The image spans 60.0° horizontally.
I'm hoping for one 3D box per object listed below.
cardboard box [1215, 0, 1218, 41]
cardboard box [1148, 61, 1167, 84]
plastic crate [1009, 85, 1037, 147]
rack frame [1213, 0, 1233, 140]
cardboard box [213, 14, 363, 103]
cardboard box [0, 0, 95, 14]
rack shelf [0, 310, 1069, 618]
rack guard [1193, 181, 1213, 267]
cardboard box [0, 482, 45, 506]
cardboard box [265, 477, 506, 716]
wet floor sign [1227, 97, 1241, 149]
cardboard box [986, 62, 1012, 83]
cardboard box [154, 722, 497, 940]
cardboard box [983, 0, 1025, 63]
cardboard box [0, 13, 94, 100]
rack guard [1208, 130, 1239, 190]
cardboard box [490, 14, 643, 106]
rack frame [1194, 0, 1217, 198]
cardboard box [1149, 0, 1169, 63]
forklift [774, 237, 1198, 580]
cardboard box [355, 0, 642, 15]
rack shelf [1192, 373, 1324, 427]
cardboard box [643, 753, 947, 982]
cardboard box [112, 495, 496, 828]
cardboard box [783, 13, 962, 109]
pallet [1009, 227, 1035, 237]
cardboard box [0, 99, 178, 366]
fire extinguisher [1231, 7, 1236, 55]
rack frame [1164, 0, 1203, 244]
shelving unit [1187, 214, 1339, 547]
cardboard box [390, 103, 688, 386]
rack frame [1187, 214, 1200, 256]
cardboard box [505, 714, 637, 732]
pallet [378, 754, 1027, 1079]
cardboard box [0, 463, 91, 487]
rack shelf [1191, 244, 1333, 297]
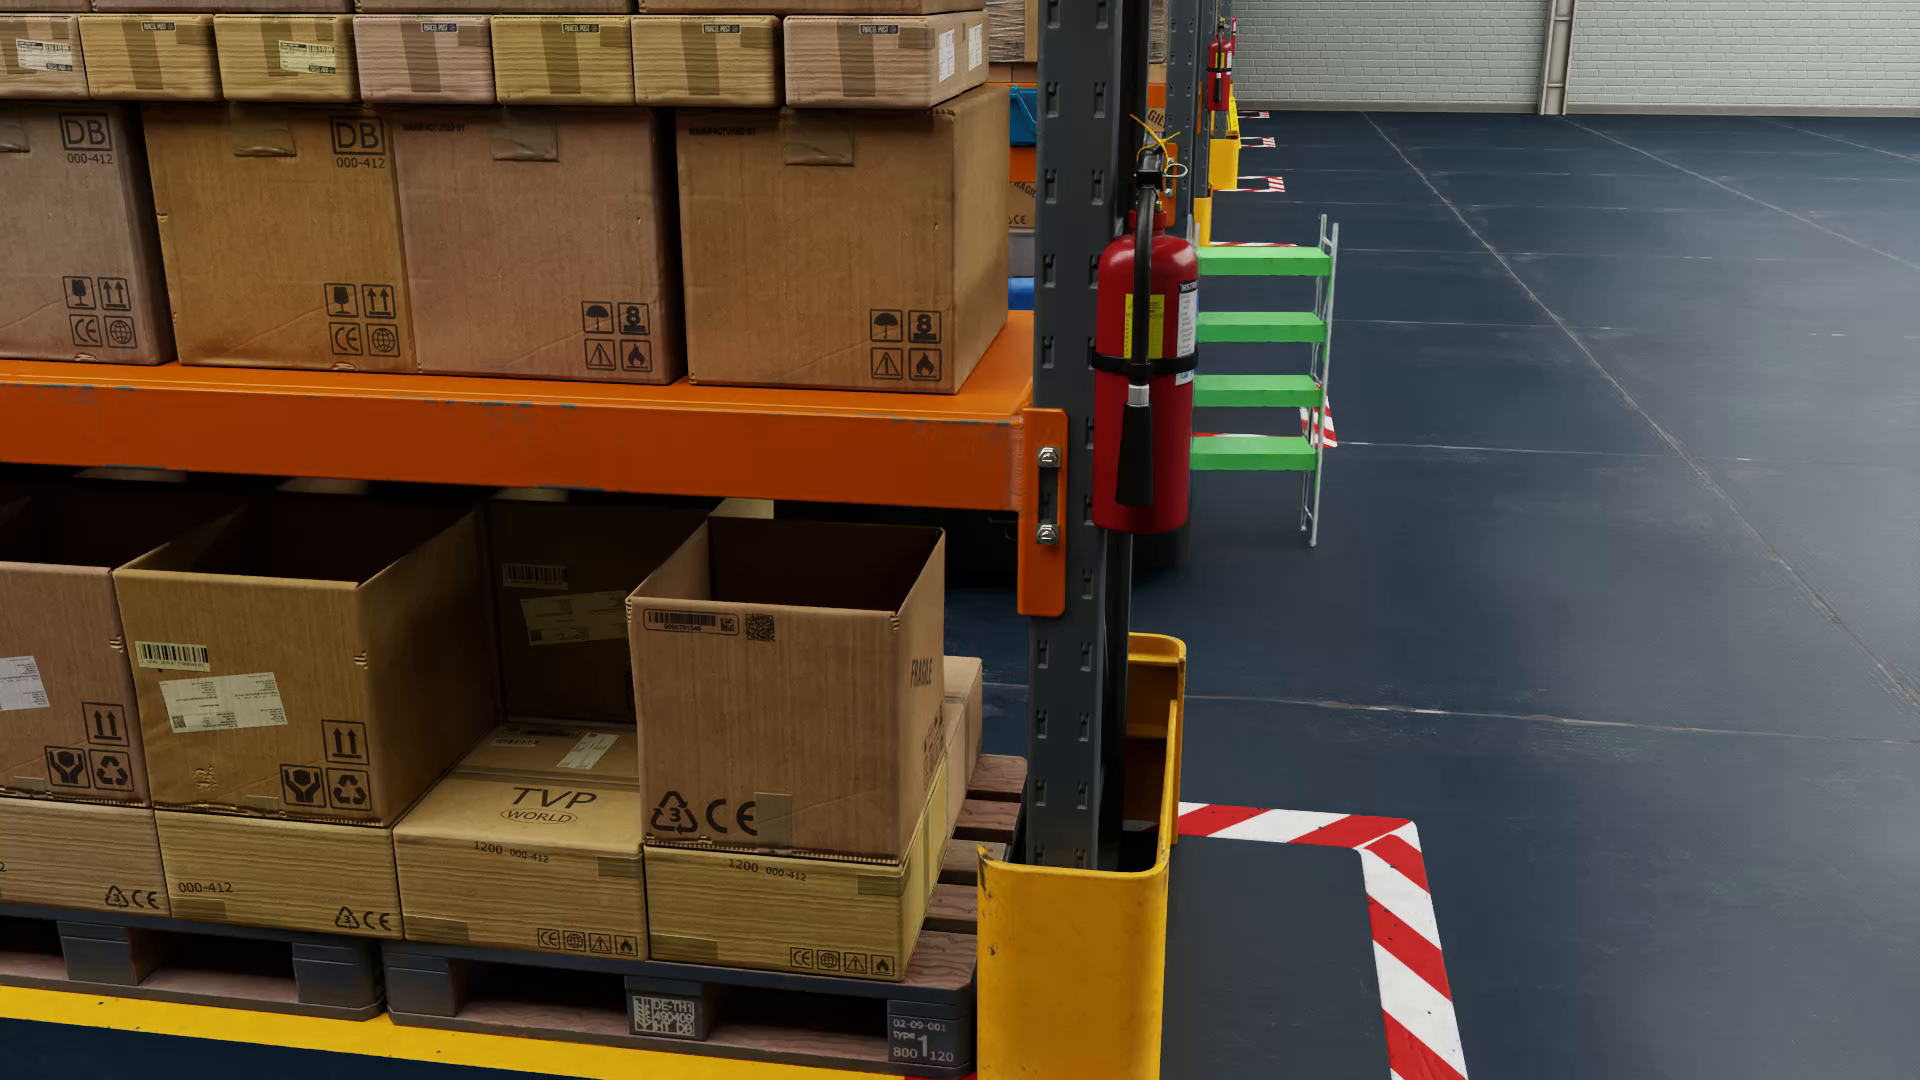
[{"bbox_3d":[2.350,-5.269,17.088,0.550,0.550,0.875,3,19,9],"label":"cardboard box"},{"bbox_3d":[1.523,-3.476,12.359,0.250,0.149,0.380,3,19,9],"label":"cardboard box"},{"bbox_3d":[0.510,-1.954,7.651,0.616,0.251,0.499,3,19,9],"label":"plastic crate"},{"bbox_3d":[2.723,-5.194,17.099,0.127,3.000,1.000,3,19,9],"label":"rack frame"},{"bbox_3d":[-1.164,-0.908,3.111,0.250,0.149,0.380,4,19,10],"label":"cardboard box"},{"bbox_3d":[-1.762,-1.310,3.288,0.500,0.500,0.700,3,19,9],"label":"cardboard box"},{"bbox_3d":[-1.713,-0.301,3.610,4.000,0.370,1.077,3,19,9],"label":"rack shelf"},{"bbox_3d":[1.762,-2.463,12.878,0.348,0.500,1.175,3,19,9],"label":"rack guard"},{"bbox_3d":[-2.292,0.178,3.534,0.500,0.500,0.500,3,19,9],"label":"cardboard box"},{"bbox_3d":[-1.222,0.065,3.871,0.500,0.500,0.500,3,19,9],"label":"cardboard box"},{"bbox_3d":[3.427,-5.288,21.092,0.232,0.644,0.267,10,21,27],"label":"wet floor sign"},{"bbox_3d":[0.286,-3.533,12.532,0.250,0.149,0.380,3,19,9],"label":"cardboard box"},{"bbox_3d":[-1.304,0.583,3.506,0.500,0.250,0.500,3,19,9],"label":"cardboard box"},{"bbox_3d":[0.299,-3.896,12.594,0.500,0.500,0.875,3,19,9],"label":"cardboard box"},{"bbox_3d":[-1.677,-0.934,3.186,0.250,0.149,0.380,3,19,8],"label":"cardboard box"},{"bbox_3d":[2.747,-4.007,17.492,0.348,0.500,1.175,3,19,9],"label":"rack guard"},{"bbox_3d":[-0.657,-0.882,3.032,0.250,0.149,0.380,3,19,8],"label":"cardboard box"},{"bbox_3d":[1.837,-3.645,12.470,0.127,3.000,1.000,3,19,9],"label":"rack frame"},{"bbox_3d":[1.298,-3.870,12.515,0.500,0.500,0.875,3,19,9],"label":"cardboard box"},{"bbox_3d":[-0.698,-1.393,5.848,3.031,2.935,1.130,0,19,1],"label":"forklift"},{"bbox_3d":[-0.769,-1.259,3.137,0.500,0.500,0.700,2,19,7],"label":"cardboard box"},{"bbox_3d":[1.083,-0.523,6.177,0.480,0.148,0.258,0,19,1],"label":"rack shelf"},{"bbox_3d":[-0.314,0.629,3.368,0.500,0.250,0.500,3,19,9],"label":"cardboard box"},{"bbox_3d":[-1.304,0.228,3.384,0.500,0.500,0.500,3,19,9],"label":"cardboard box"},{"bbox_3d":[-0.145,-0.856,2.955,0.250,0.149,0.380,3,19,8],"label":"cardboard box"},{"bbox_3d":[0.965,-2.378,13.079,1.213,0.211,1.003,3,19,9],"label":"pallet"},{"bbox_3d":[-1.726,-0.694,3.491,0.500,0.500,0.700,3,19,10],"label":"cardboard box"},{"bbox_3d":[3.449,-6.563,21.312,0.183,0.674,0.296,3,19,9],"label":"fire extinguisher"},{"bbox_3d":[1.051,-2.093,7.832,0.127,3.000,1.000,3,19,9],"label":"rack frame"},{"bbox_3d":[1.083,-0.584,6.156,0.503,1.200,0.258,0,19,1],"label":"shelving unit"},{"bbox_3d":[-0.716,-0.642,3.336,0.500,0.500,0.700,3,19,10],"label":"cardboard box"},{"bbox_3d":[0.839,-0.585,6.160,0.015,1.200,0.240,0,19,1],"label":"rack frame"},{"bbox_3d":[-0.726,0.442,3.925,0.500,0.250,0.500,3,19,9],"label":"cardboard box"},{"bbox_3d":[-0.500,0.755,3.713,1.213,0.211,1.003,3,19,9],"label":"pallet"},{"bbox_3d":[-2.209,0.014,4.024,0.500,0.500,0.500,3,19,9],"label":"cardboard box"},{"bbox_3d":[1.083,-0.978,6.024,0.480,0.148,0.258,0,19,1],"label":"rack shelf"}]
